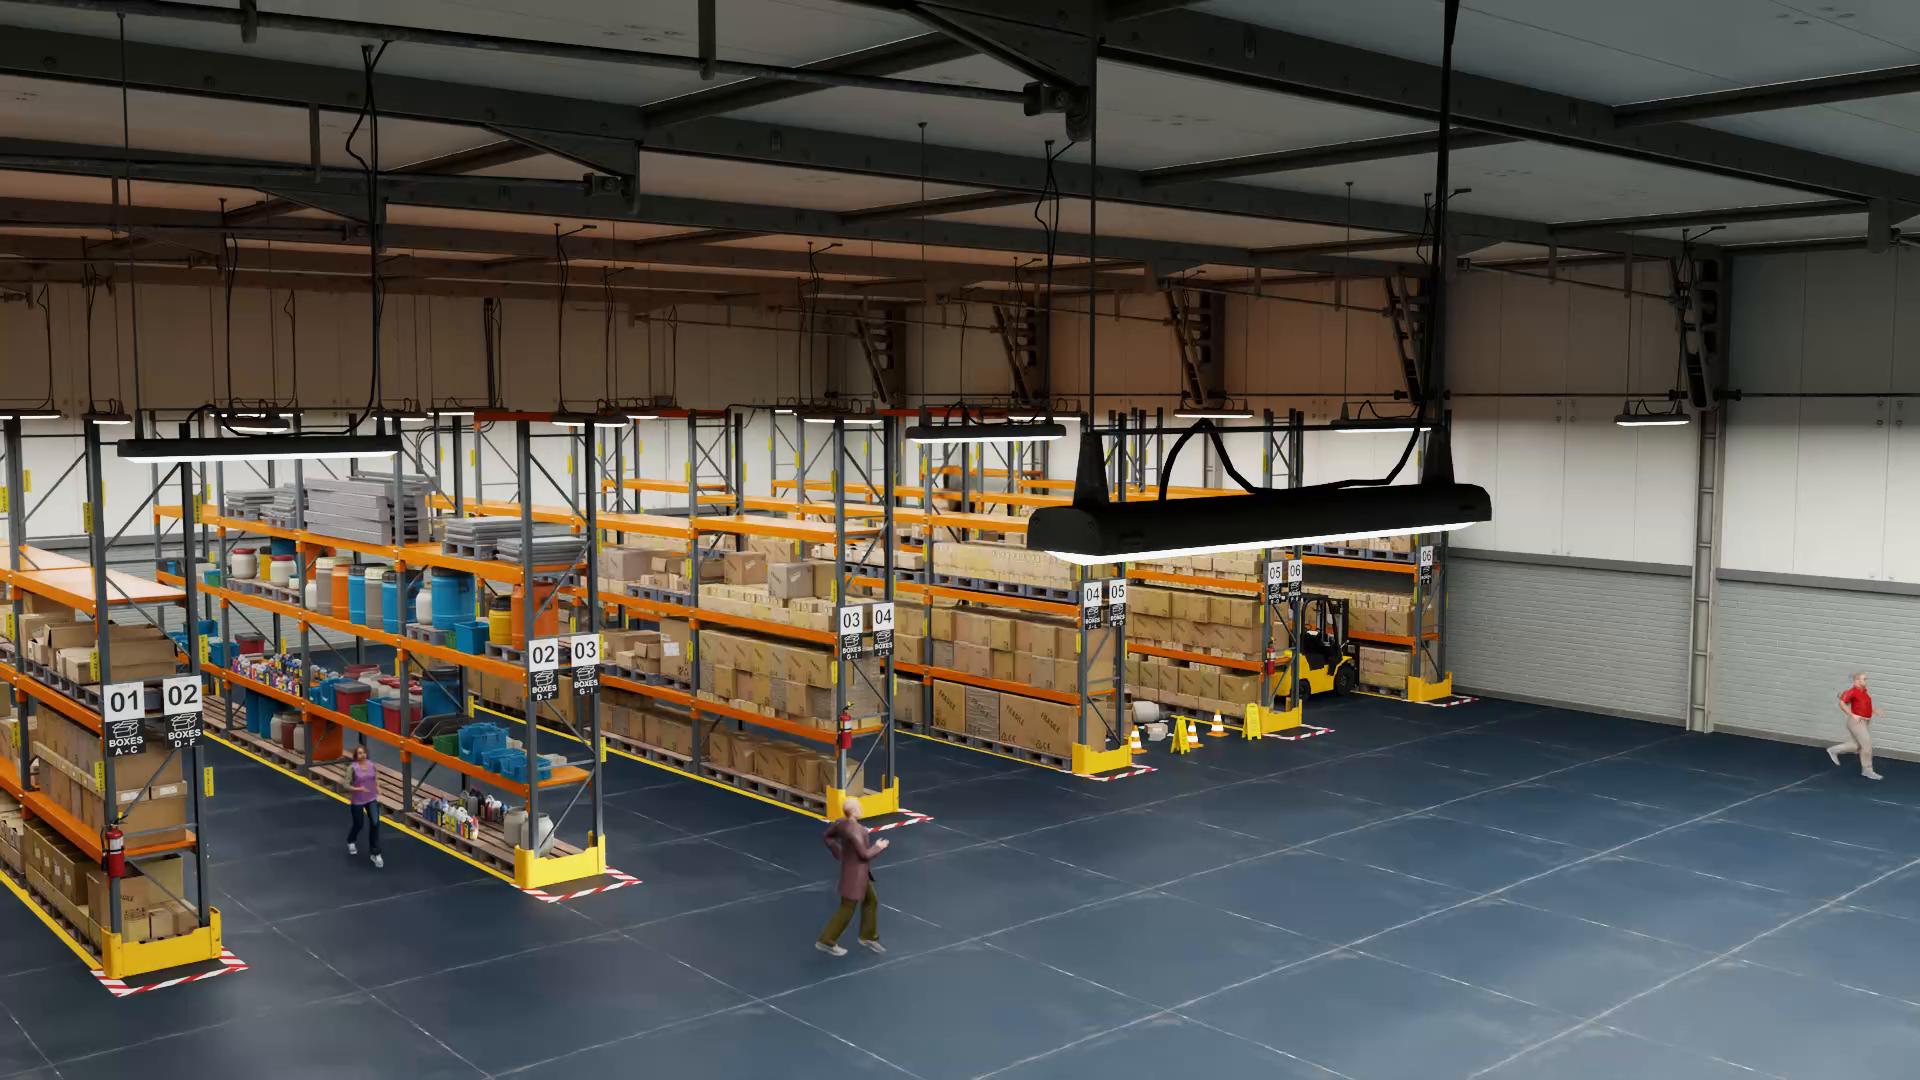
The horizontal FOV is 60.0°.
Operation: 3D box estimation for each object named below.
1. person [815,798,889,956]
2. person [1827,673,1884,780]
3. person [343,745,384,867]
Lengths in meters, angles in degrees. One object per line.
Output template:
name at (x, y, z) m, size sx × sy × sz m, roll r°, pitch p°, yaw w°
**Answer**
person at (-1.217, 3.803, 18.645) m, size 0.865 × 1.846 × 0.677 m, roll -1°, pitch 5°, yaw -14°
person at (14.887, 3.067, 27.609) m, size 0.879 × 1.731 × 0.663 m, roll 5°, pitch 7°, yaw 43°
person at (-8.066, 3.558, 22.486) m, size 0.548 × 1.610 × 0.868 m, roll -4°, pitch 7°, yaw -40°
